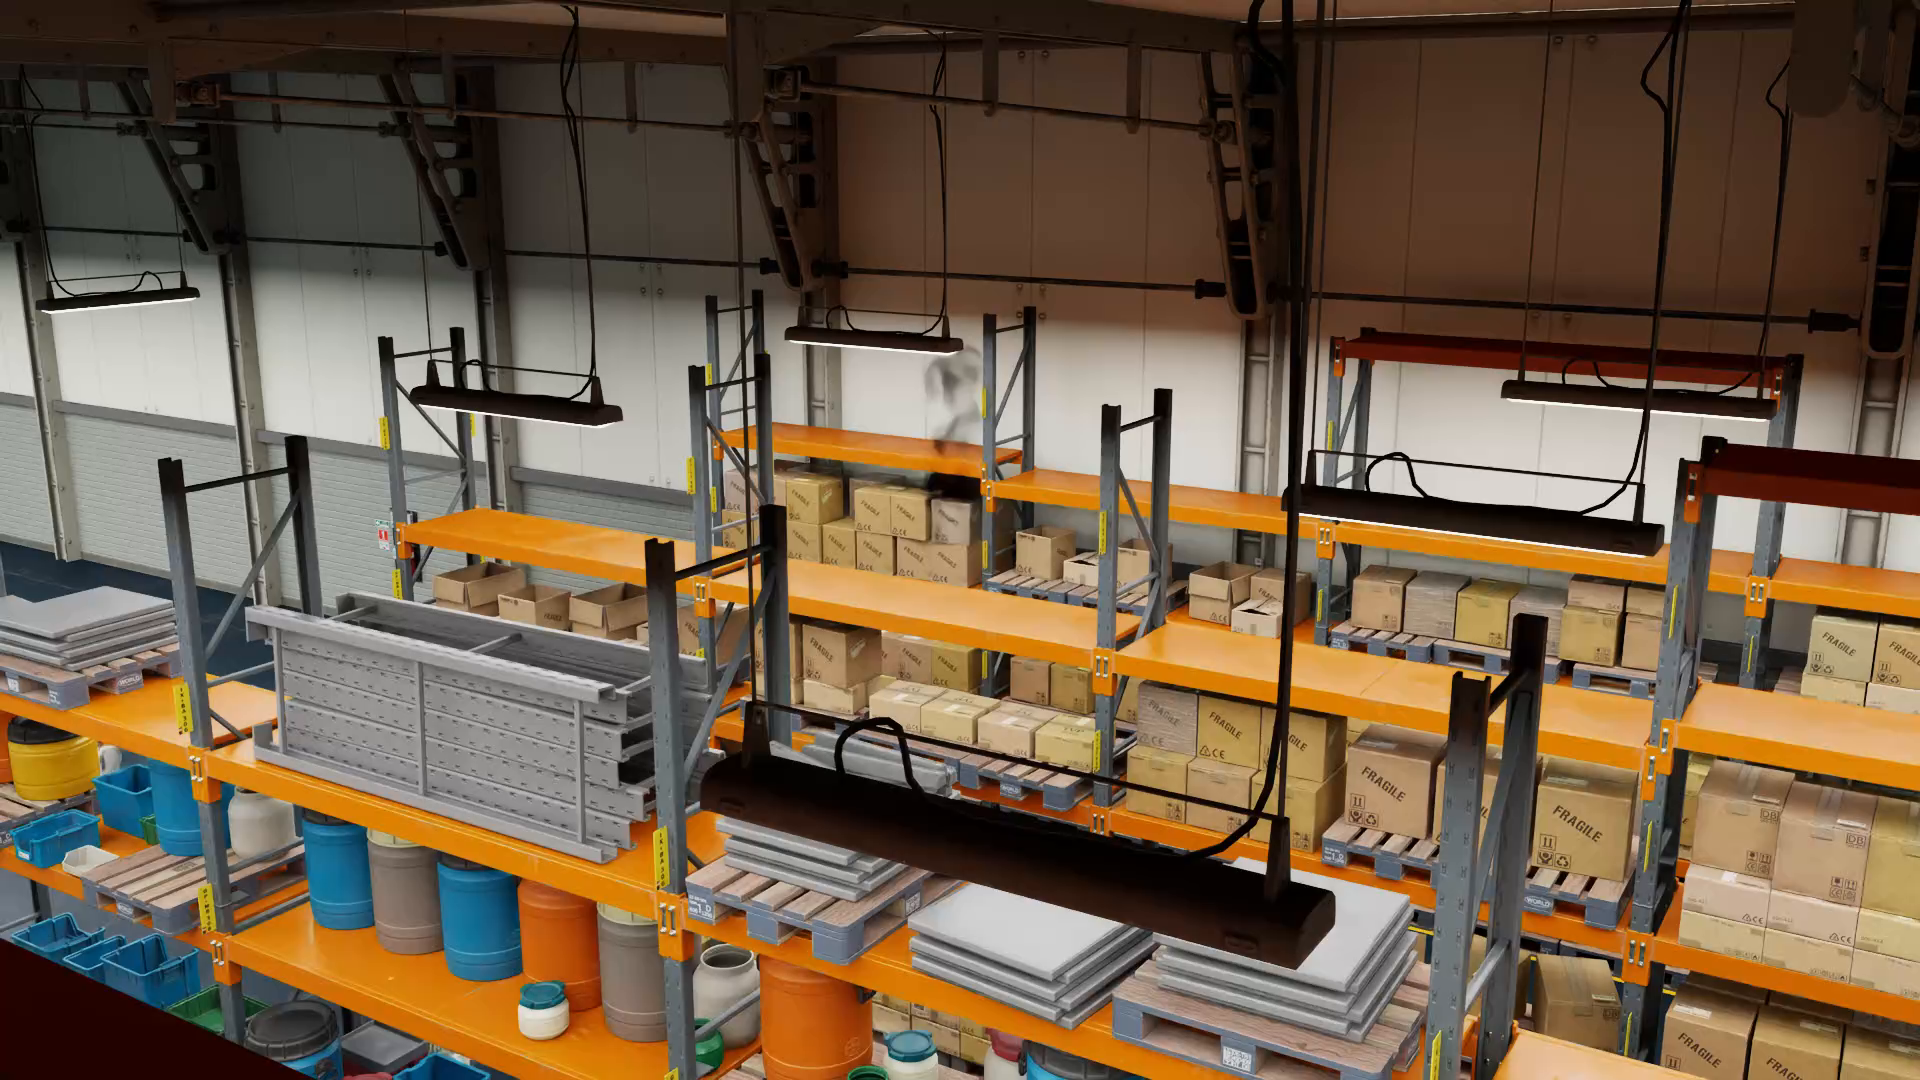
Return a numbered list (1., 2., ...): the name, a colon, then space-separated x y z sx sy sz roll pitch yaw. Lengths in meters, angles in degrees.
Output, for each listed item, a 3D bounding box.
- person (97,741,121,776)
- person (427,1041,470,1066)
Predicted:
1. person: -9.449 2.794 18.335 0.693 1.773 0.694 -13 19 -42
2. person: -3.983 4.174 13.029 0.809 1.691 0.642 -6 15 -22
